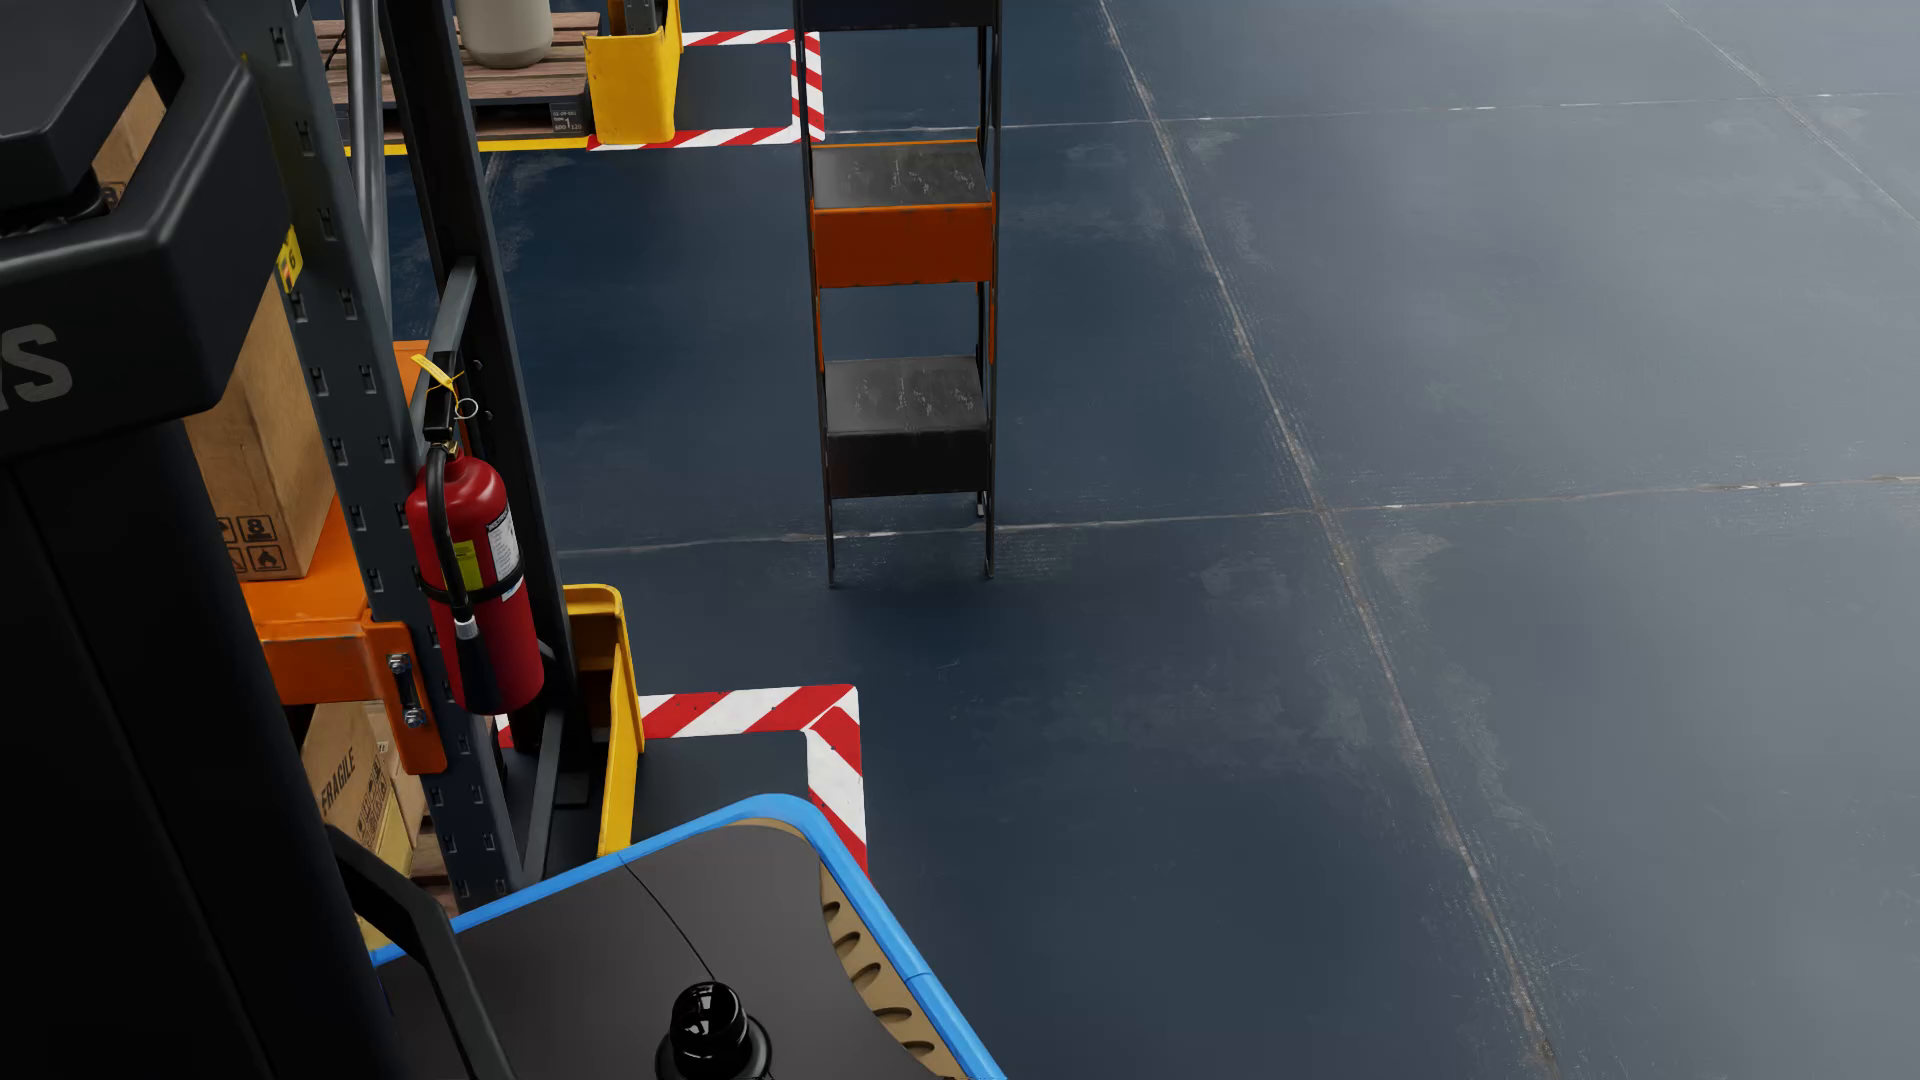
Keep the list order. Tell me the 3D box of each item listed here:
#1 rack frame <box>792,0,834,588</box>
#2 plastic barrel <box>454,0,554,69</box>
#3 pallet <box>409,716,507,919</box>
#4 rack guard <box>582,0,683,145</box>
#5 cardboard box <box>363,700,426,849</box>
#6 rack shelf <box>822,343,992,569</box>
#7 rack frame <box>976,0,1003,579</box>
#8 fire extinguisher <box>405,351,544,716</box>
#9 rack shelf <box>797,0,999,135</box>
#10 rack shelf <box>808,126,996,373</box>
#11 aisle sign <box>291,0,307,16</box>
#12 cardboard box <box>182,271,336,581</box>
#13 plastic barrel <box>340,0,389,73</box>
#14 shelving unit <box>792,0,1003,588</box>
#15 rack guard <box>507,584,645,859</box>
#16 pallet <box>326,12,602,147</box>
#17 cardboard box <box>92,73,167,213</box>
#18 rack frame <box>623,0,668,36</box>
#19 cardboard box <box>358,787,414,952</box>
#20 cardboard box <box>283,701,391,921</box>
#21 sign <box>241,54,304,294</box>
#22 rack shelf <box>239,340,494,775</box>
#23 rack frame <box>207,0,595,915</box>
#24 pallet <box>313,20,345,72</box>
[{"bbox_3d":[-0.408,-0.802,4.571,0.015,2.100,0.400,-3,38,-4],"label":"rack frame"},{"bbox_3d":[-2.099,-2.465,7.621,0.421,0.512,0.421,0,38,0],"label":"plastic barrel"},{"bbox_3d":[-1.774,0.859,3.991,1.213,0.211,1.003,-3,38,-4],"label":"pallet"},{"bbox_3d":[-1.522,-2.345,7.819,0.348,0.500,1.175,-3,38,-4],"label":"rack guard"},{"bbox_3d":[-1.569,0.504,4.071,0.500,0.250,0.500,-3,38,-4],"label":"cardboard box"},{"bbox_3d":[-0.165,-0.255,5.030,0.480,0.518,0.431,-3,38,-4],"label":"rack shelf"},{"bbox_3d":[0.078,-0.829,4.605,0.015,2.100,0.400,-3,38,-4],"label":"rack frame"},{"bbox_3d":[-0.857,0.007,2.882,0.183,0.674,0.296,-3,38,-4],"label":"fire extinguisher"},{"bbox_3d":[-0.165,-1.354,4.163,0.480,0.518,0.431,-3,38,-4],"label":"rack shelf"},{"bbox_3d":[-0.165,-0.805,4.597,0.480,0.518,0.431,-3,38,-4],"label":"rack shelf"},{"bbox_3d":[-0.924,-1.146,2.182,0.004,0.787,0.394,-3,38,-4],"label":"aisle sign"},{"bbox_3d":[-1.482,-0.325,3.159,0.500,0.500,0.700,-3,38,-4],"label":"cardboard box"},{"bbox_3d":[-2.599,-2.437,7.587,0.421,0.512,0.421,0,38,0],"label":"plastic barrel"},{"bbox_3d":[-0.165,-0.815,4.588,0.503,2.100,0.431,-3,38,-4],"label":"shelving unit"},{"bbox_3d":[-0.992,0.677,3.989,0.348,0.500,1.175,-3,38,-4],"label":"rack guard"},{"bbox_3d":[-2.332,-2.190,7.856,1.213,0.211,1.003,-3,38,-4],"label":"pallet"},{"bbox_3d":[-1.534,-0.831,2.754,0.500,0.500,0.700,-3,38,-4],"label":"cardboard box"},{"bbox_3d":[-1.451,-3.360,7.086,0.127,3.000,1.000,-3,38,-4],"label":"rack frame"},{"bbox_3d":[-1.524,0.823,3.666,0.500,0.250,0.500,-3,38,-4],"label":"cardboard box"},{"bbox_3d":[-1.523,0.530,3.432,0.500,0.500,0.500,-3,38,-4],"label":"cardboard box"},{"bbox_3d":[-0.981,-0.515,2.355,0.005,0.325,0.100,-3,38,-4],"label":"sign"},{"bbox_3d":[-3.008,0.089,3.297,4.000,0.370,1.077,-3,38,-4],"label":"rack shelf"},{"bbox_3d":[-1.016,-0.303,3.213,0.127,3.000,1.000,-3,38,-4],"label":"rack frame"},{"bbox_3d":[-3.544,-2.125,7.773,1.213,0.211,1.003,-3,38,-4],"label":"pallet"}]
